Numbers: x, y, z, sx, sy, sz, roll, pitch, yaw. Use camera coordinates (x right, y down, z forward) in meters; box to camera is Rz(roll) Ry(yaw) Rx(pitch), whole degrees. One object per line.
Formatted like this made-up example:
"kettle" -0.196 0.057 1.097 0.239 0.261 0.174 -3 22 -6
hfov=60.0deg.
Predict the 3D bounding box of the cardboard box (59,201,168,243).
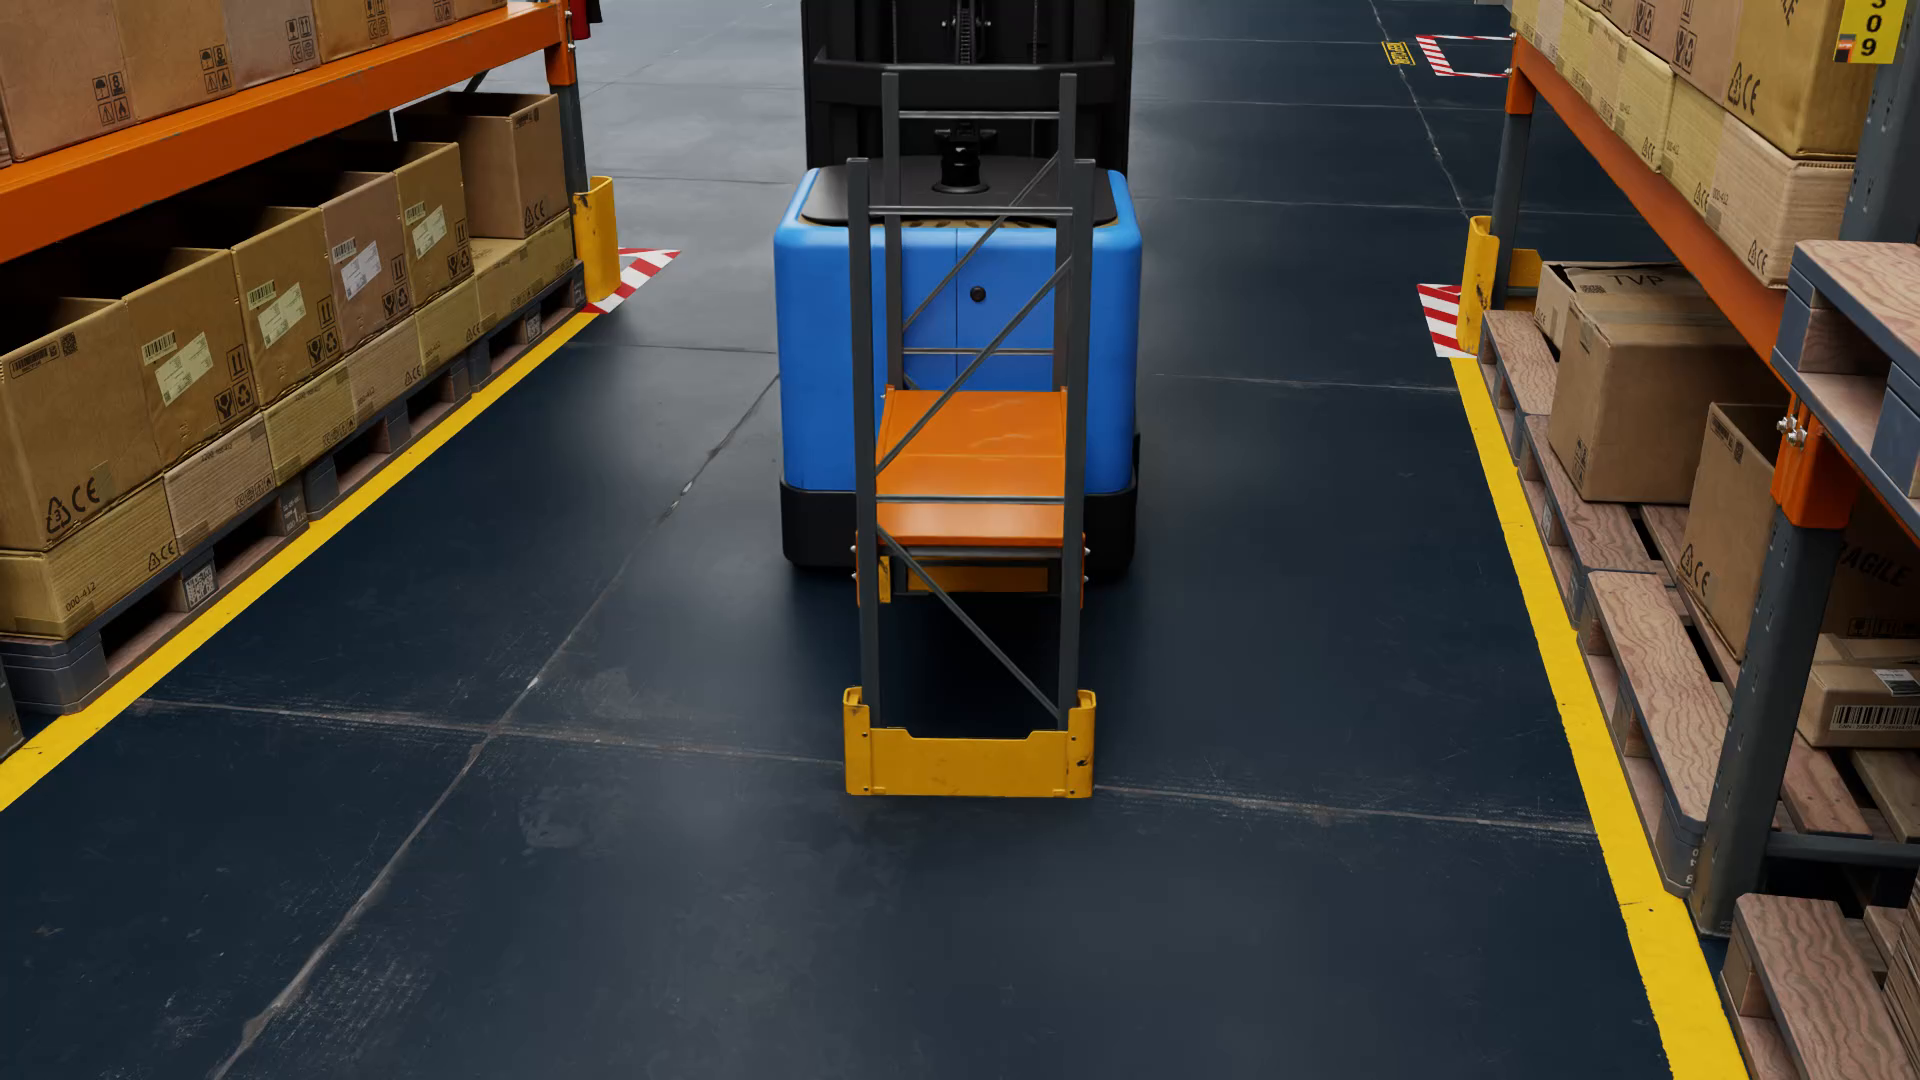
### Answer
"cardboard box" -2.809 -0.770 5.221 0.500 0.500 0.500 4 25 9

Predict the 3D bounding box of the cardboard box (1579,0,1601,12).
"cardboard box" 2.145 -1.871 4.977 0.500 0.500 0.500 3 25 7

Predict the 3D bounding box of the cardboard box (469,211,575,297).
"cardboard box" -1.983 -1.232 7.092 0.500 0.250 0.500 4 25 9

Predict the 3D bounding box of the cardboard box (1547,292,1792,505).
"cardboard box" 2.237 -0.432 5.065 0.700 0.500 0.500 2 25 5

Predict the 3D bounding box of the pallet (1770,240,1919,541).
"pallet" 1.779 -0.121 2.196 1.003 0.211 1.213 4 25 9

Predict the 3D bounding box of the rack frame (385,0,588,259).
"rack frame" -2.187 -2.532 7.121 1.000 3.000 0.127 4 25 9

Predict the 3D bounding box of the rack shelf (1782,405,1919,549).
"rack shelf" 1.720 0.645 1.182 1.077 0.370 4.000 4 25 9

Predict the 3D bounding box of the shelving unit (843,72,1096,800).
"shelving unit" 0.035 -0.297 4.116 0.587 1.500 1.083 1 25 1

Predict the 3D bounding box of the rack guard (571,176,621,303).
"rack guard" -2.183 -1.410 7.672 1.175 0.500 0.348 4 25 9

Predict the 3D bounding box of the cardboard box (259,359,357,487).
"cardboard box" -2.292 -0.394 5.302 0.500 0.250 0.500 4 25 9

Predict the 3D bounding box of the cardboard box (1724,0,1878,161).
"cardboard box" 1.819 -1.017 3.154 0.500 0.500 0.500 4 25 8

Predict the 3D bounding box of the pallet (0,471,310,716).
"pallet" -2.669 0.074 4.842 1.003 0.211 1.213 4 25 9

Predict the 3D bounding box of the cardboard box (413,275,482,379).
"cardboard box" -2.133 -0.813 6.196 0.500 0.250 0.500 4 25 9

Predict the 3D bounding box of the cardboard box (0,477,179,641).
"cardboard box" -2.466 0.023 4.410 0.500 0.250 0.500 4 25 9

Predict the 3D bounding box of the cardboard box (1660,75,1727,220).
"cardboard box" 1.915 -0.885 3.757 0.500 0.250 0.500 4 25 9

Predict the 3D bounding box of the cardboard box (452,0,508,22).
"cardboard box" -2.276 -2.383 6.685 0.700 0.500 0.500 4 25 9

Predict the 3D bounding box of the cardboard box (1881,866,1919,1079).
"cardboard box" 1.943 0.725 2.593 0.700 0.500 0.500 5 26 10

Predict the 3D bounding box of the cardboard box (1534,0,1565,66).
"cardboard box" 2.237 -1.731 5.563 0.500 0.250 0.500 3 25 7

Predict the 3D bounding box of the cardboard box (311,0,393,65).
"cardboard box" -2.444 -1.956 5.772 0.700 0.500 0.500 4 25 9

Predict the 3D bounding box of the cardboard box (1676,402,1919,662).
"cardboard box" 2.177 -0.021 4.187 0.500 0.500 0.500 2 25 5

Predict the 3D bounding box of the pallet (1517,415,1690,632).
"pallet" 2.319 -0.049 5.107 1.003 0.211 1.213 4 25 9

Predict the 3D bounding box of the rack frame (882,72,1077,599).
"rack frame" 0.049 -0.516 4.584 0.500 1.500 0.032 1 25 1

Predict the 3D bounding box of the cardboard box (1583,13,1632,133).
"cardboard box" 2.063 -1.307 4.658 0.500 0.250 0.500 4 25 9

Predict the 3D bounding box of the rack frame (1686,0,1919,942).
"rack frame" 2.047 -0.517 2.817 1.000 3.000 0.127 4 25 9

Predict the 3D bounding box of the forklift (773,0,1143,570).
"forklift" 0.031 -1.820 5.681 1.130 2.935 3.031 1 25 1

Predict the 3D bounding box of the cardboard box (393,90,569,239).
"cardboard box" -1.981 -1.572 6.933 0.500 0.500 0.500 4 25 9

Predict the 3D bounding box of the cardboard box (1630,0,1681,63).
"cardboard box" 1.988 -1.436 4.049 0.500 0.500 0.500 3 25 7

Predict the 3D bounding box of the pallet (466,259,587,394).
"pallet" -2.271 -0.946 7.023 1.003 0.211 1.213 4 25 9

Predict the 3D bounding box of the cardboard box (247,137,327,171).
"cardboard box" -2.643 -1.188 6.114 0.500 0.500 0.500 4 25 9

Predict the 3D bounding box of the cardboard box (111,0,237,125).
"cardboard box" -2.609 -1.521 4.843 0.700 0.500 0.500 4 25 9

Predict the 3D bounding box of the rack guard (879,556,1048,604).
"rack guard" 0.049 0.058 4.832 0.587 0.250 0.087 1 25 1

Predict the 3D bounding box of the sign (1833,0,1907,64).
"sign" 1.511 -0.944 2.707 0.100 0.325 0.005 4 25 9

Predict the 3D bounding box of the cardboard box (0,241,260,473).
"cardboard box" -2.382 -0.525 4.698 0.500 0.500 0.500 4 25 9

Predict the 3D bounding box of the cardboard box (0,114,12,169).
"cardboard box" -2.774 -1.090 3.923 0.700 0.500 0.500 3 25 7

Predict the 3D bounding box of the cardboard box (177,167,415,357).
"cardboard box" -2.213 -0.943 5.590 0.500 0.500 0.500 4 25 9

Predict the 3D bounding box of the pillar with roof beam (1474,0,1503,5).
"pillar with roof beam" 1.154 -9.872 15.725 9.100 9.000 0.400 4 25 9
